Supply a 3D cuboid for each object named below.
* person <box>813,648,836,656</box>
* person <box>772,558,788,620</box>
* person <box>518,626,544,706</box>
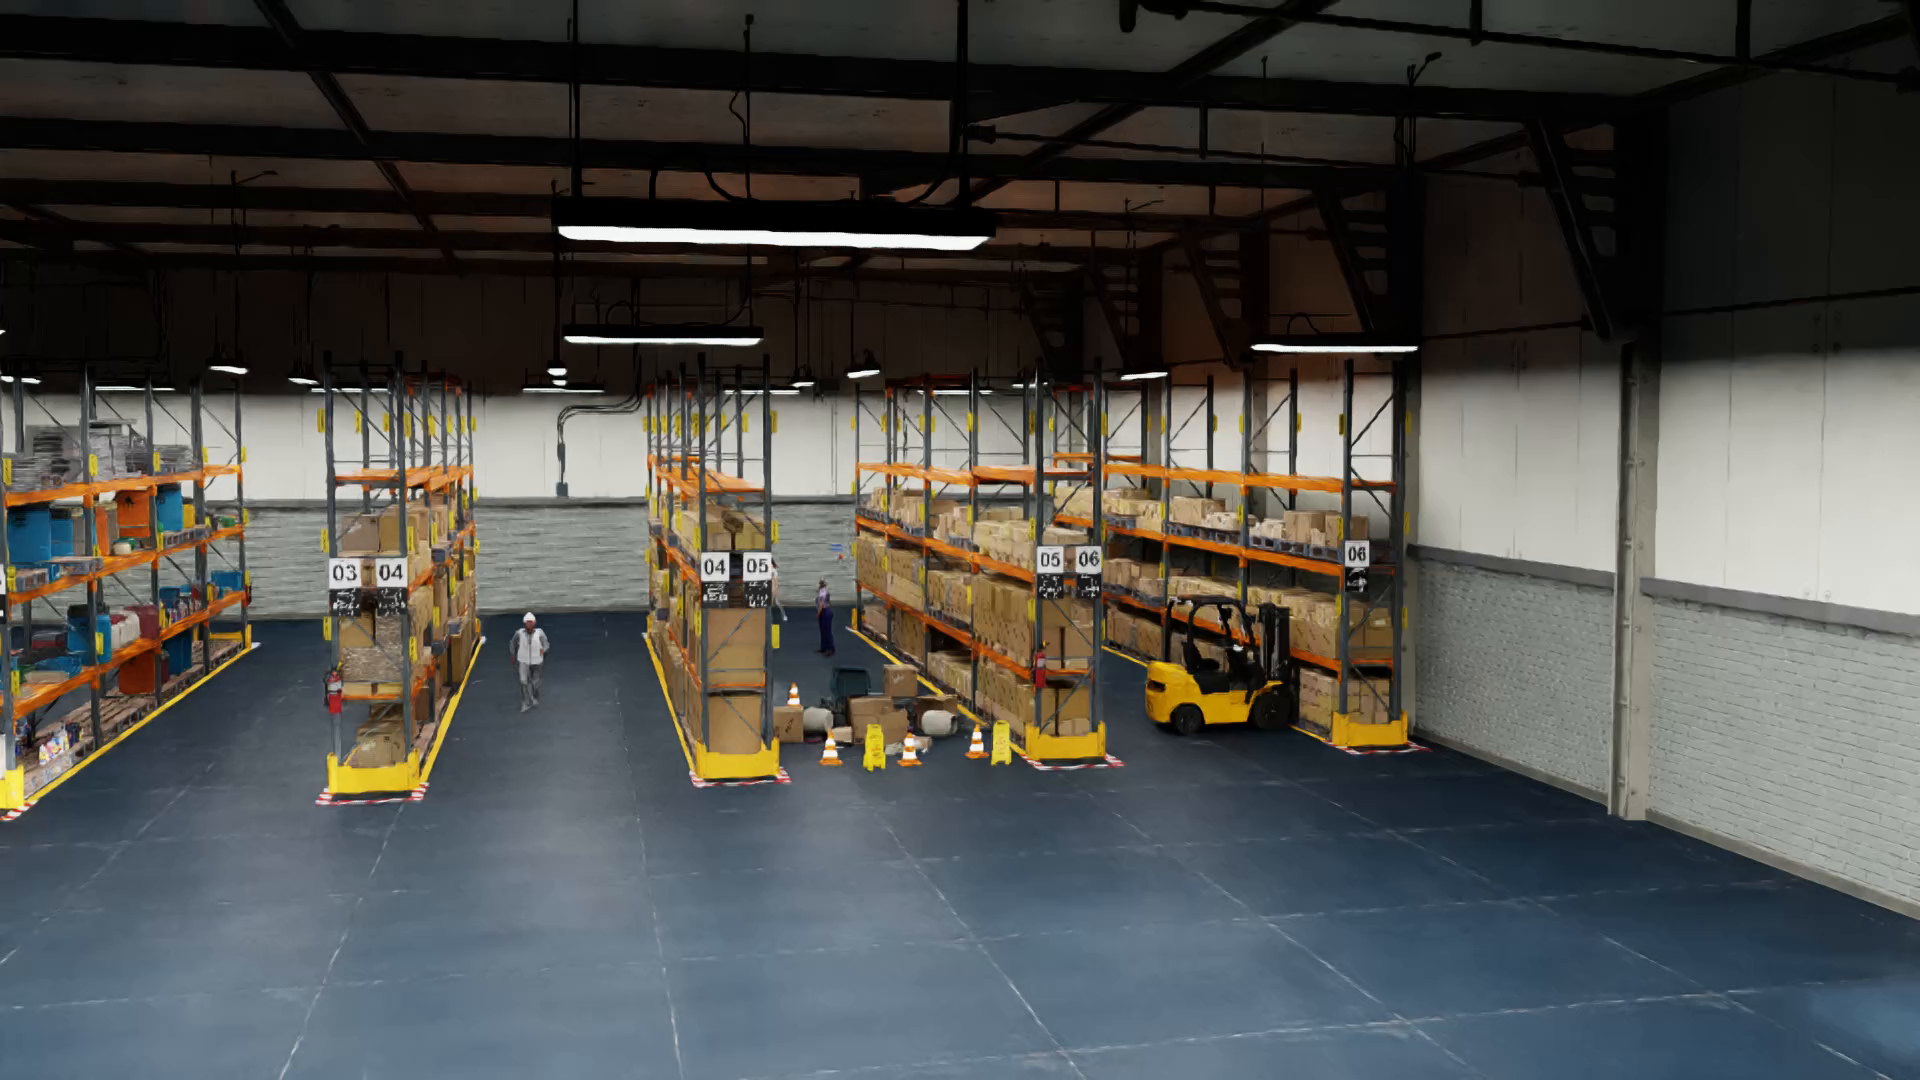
[{"bbox_3d":[-2.956,2.378,36.207,0.530,0.251,0.419,0,4,6],"label":"person"},{"bbox_3d":[-4.719,1.259,42.023,0.590,1.649,0.685,3,5,40],"label":"person"},{"bbox_3d":[-7.572,2.182,29.316,0.446,1.429,0.749,-1,4,-18],"label":"person"}]
